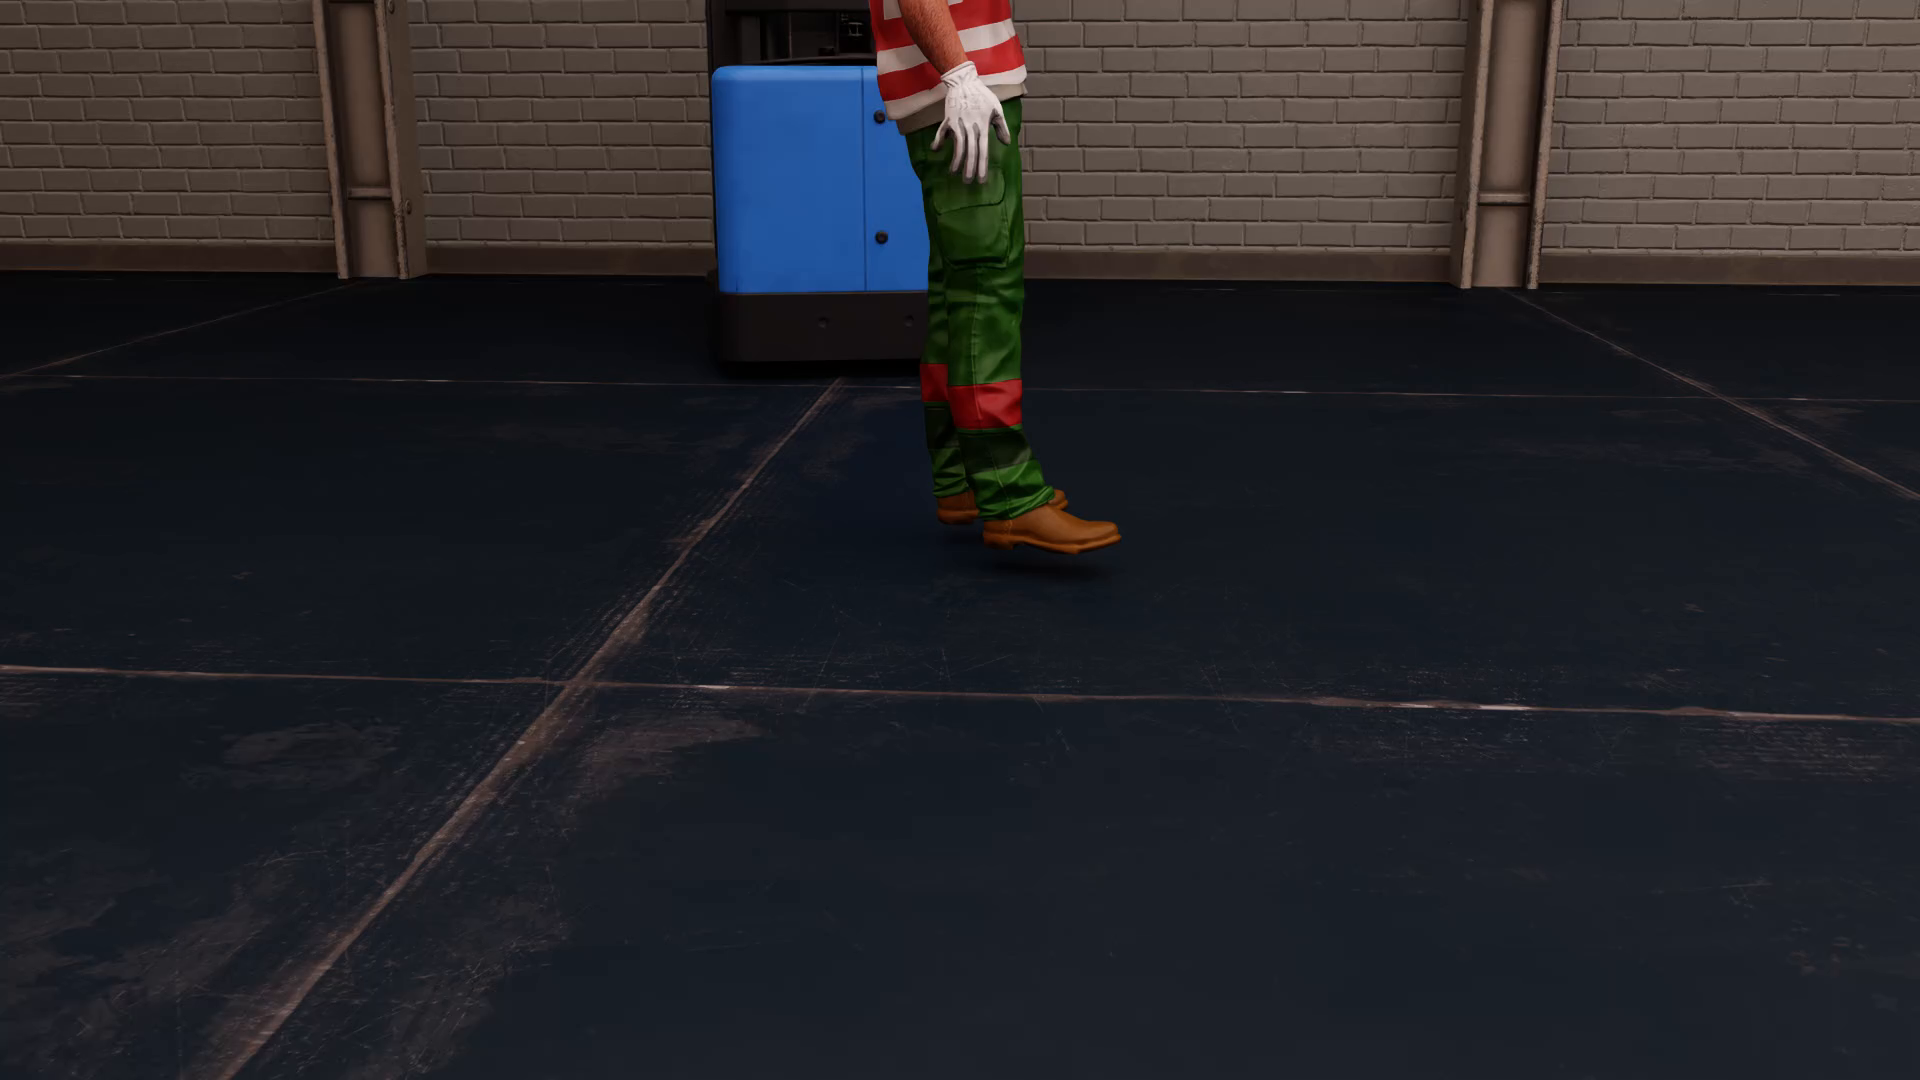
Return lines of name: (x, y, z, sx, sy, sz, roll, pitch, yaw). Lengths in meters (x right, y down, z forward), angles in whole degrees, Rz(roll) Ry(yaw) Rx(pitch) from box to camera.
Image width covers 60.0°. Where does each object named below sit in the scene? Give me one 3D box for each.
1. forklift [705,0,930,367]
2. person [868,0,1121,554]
forklift: (-0.520, -2.376, 6.967, 1.130, 2.935, 3.031, -2, 15, -7)
person: (0.080, -0.904, 3.551, 0.561, 1.789, 0.638, 1, 15, 4)
